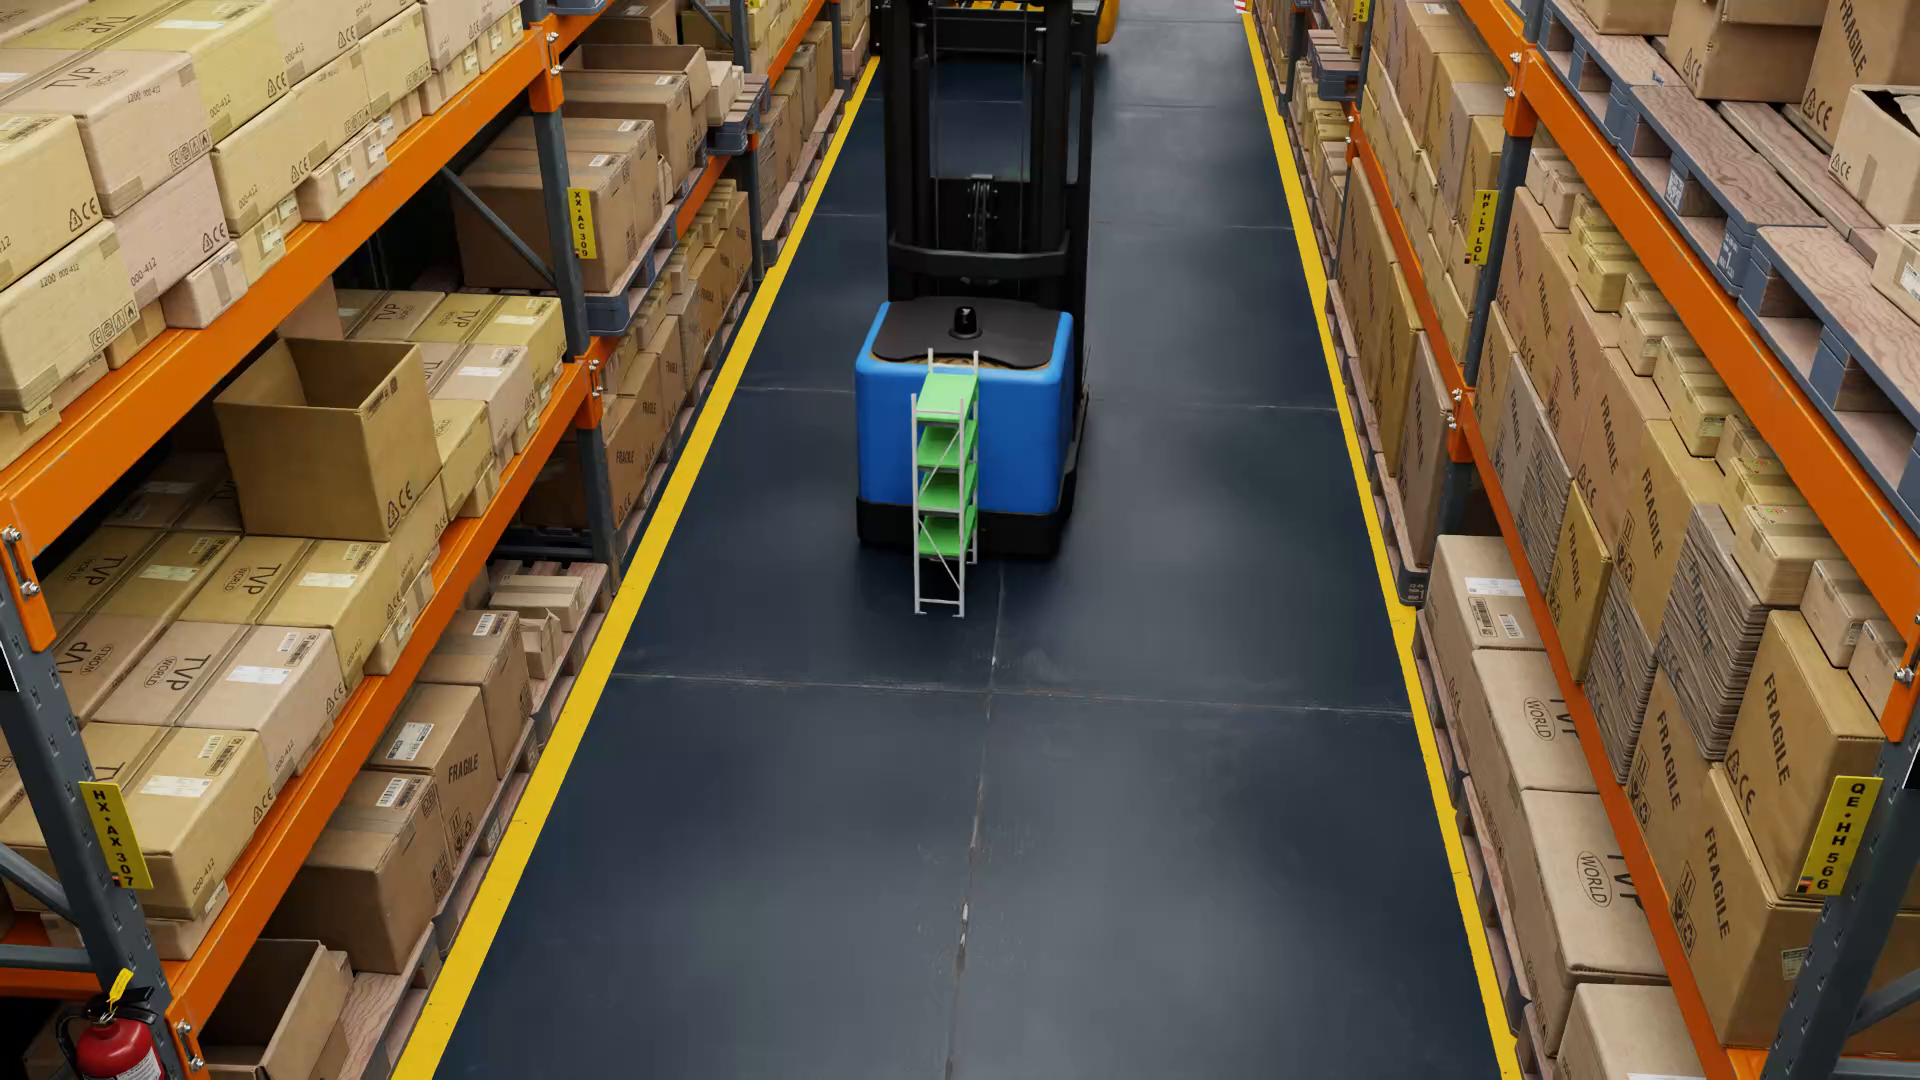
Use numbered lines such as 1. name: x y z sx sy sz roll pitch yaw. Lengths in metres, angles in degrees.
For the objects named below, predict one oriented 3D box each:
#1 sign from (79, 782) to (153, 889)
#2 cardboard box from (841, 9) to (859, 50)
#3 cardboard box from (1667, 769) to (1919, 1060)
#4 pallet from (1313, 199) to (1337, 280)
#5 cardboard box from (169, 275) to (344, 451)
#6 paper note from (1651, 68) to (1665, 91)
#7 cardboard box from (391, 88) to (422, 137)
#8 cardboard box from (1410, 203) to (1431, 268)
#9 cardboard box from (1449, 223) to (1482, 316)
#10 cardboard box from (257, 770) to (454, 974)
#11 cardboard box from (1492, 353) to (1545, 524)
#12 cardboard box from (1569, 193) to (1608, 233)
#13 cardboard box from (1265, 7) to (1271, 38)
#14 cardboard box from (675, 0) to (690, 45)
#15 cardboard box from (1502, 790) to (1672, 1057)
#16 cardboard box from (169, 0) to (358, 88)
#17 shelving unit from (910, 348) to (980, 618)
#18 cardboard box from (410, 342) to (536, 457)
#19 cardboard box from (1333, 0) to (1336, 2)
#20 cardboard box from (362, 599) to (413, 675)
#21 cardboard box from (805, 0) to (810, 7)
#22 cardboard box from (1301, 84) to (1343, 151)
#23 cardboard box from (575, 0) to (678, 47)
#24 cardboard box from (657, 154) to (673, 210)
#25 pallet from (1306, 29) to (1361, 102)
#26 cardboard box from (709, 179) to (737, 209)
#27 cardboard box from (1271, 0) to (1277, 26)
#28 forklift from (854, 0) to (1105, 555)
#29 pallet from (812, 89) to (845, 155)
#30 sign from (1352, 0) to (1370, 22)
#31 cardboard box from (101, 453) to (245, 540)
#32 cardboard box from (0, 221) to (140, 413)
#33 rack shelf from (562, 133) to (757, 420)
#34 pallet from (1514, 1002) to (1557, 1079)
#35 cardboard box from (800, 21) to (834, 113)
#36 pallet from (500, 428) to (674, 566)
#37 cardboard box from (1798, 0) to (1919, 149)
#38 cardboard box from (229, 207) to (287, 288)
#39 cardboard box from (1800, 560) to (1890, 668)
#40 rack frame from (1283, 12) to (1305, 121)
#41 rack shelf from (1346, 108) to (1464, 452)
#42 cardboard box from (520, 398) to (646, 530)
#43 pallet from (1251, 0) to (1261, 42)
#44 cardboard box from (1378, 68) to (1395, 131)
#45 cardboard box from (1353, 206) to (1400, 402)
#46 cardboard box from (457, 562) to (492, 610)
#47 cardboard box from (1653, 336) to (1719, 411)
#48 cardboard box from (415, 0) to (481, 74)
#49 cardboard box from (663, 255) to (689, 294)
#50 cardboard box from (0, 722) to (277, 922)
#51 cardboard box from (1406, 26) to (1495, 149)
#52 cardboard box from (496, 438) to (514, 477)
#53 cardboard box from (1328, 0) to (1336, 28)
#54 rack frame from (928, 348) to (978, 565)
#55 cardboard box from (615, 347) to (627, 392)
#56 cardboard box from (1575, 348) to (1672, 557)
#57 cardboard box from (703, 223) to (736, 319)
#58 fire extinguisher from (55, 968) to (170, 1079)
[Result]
1. sign: -1.996 0.700 3.929 0.100 0.325 0.005 2 32 4
2. cardboard box: -1.212 -4.690 15.245 0.500 0.250 0.500 2 32 4
3. cardboard box: 2.186 0.950 4.254 0.500 0.500 0.500 3 32 4
4. pallet: 3.127 -2.149 12.035 1.003 0.211 1.213 2 32 4
5. cardboard box: -2.597 -0.660 6.107 0.500 0.500 0.500 2 32 3
6. paper note: 2.002 -1.325 4.777 0.006 0.032 0.123 3 32 4
7. cardboard box: -2.075 -1.480 5.673 0.380 0.149 0.250 3 32 6
8. cardboard box: 2.625 -1.546 8.543 0.500 0.250 0.500 2 32 3
9. cardboard box: 2.530 -1.226 7.546 0.500 0.250 0.500 2 32 4
10. cardboard box: -2.284 1.170 5.974 0.700 0.500 0.500 4 32 6
11. cardboard box: 2.392 -0.381 6.414 0.500 0.500 0.500 3 32 4
12. cardboard box: 2.469 -1.156 6.100 0.380 0.149 0.250 2 32 3
13. cardboard box: 3.291 -5.156 16.478 0.500 0.250 0.500 5 32 7
14. cardboard box: -2.126 -3.533 11.290 0.500 0.250 0.500 3 32 5
15. cardboard box: 2.431 1.340 5.759 0.875 0.438 0.875 3 32 5
16. cardboard box: -2.131 -1.523 4.887 0.500 0.250 0.500 3 32 5
17. shelving unit: -0.067 -0.268 8.041 0.258 1.200 0.503 4 32 7
18. cardboard box: -2.035 -0.569 6.674 0.500 0.250 0.500 3 32 4
19. cardboard box: 2.893 -4.060 11.699 0.500 0.500 0.500 0 32 1
20. cardboard box: -2.082 0.321 5.609 0.380 0.149 0.250 2 32 3
21. cardboard box: -1.446 -4.369 13.123 0.500 0.250 0.500 3 32 4
22. cardboard box: 3.293 -3.428 13.559 0.950 0.372 0.625 4 32 7
23. cardboard box: -2.083 -3.096 10.419 0.500 0.500 0.500 4 32 6
24. cardboard box: -1.715 -1.877 8.665 0.396 0.266 0.258 4 32 6
25. pallet: 3.014 -3.223 11.303 1.213 0.211 1.003 2 32 4
26. cardboard box: -1.673 -2.259 10.921 0.380 0.149 0.250 1 32 2
27. cardboard box: 3.249 -5.200 15.835 0.500 0.500 0.500 4 32 7
28. forklift: 0.181 -1.926 9.082 1.130 2.935 3.031 4 32 7
29. pallet: -1.581 -3.655 14.479 1.003 0.211 1.213 2 32 4
30. sign: 2.521 -3.405 10.387 0.100 0.325 0.005 2 32 4
31. cardboard box: -2.633 -0.070 5.865 0.500 0.250 0.500 2 32 4
32. cardboard box: -2.228 -0.514 3.726 0.500 0.250 0.500 2 32 3
33. rack shelf: -2.048 -1.785 9.473 1.077 0.370 4.000 2 32 4
34. pallet: 2.398 2.022 5.268 1.003 0.211 1.213 2 32 4
35. cardboard box: -1.591 -4.123 14.445 0.875 0.625 0.625 4 32 6
36. pallet: -2.182 -0.285 9.012 1.003 0.211 1.213 2 32 4
37. cardboard box: 2.725 -1.333 4.603 0.500 0.500 0.500 3 32 5
38. cardboard box: -2.109 -0.816 4.595 0.380 0.149 0.250 2 32 4
39. cardboard box: 2.237 0.182 3.930 0.380 0.149 0.250 3 32 5
40. rack frame: 3.388 -5.019 14.035 1.000 3.000 0.127 2 32 4
41. rack shelf: 2.899 -1.575 9.133 1.077 0.370 4.000 2 32 4
42. cardboard box: -1.947 -0.404 8.528 0.500 0.500 0.500 4 32 6
43. pallet: 3.606 -5.460 17.409 1.003 0.211 1.213 2 32 4
44. cardboard box: 2.732 -2.552 9.698 0.500 0.250 0.500 3 32 5
45. cardboard box: 2.846 -1.378 9.751 0.875 0.875 0.875 3 32 5
46. cardboard box: -2.500 0.256 7.639 0.500 0.311 0.500 4 32 6
47. cardboard box: 2.330 -0.491 5.020 0.380 0.149 0.250 3 32 6
48. cardboard box: -2.032 -1.850 5.894 0.500 0.250 0.500 1 32 2
49. cardboard box: -1.809 -1.567 9.797 0.380 0.149 0.250 1 32 2
50. cardboard box: -2.231 0.757 4.521 0.500 0.250 0.500 3 32 4
51. cardboard box: 2.646 -2.355 8.663 0.500 0.500 0.500 3 32 5
52. cardboard box: -2.030 -0.351 6.700 0.380 0.149 0.250 3 32 5
53. cardboard box: 2.817 -3.733 11.788 0.380 0.149 0.250 3 32 5
54. rack frame: -0.033 -0.395 8.247 0.240 1.200 0.015 4 32 7
55. cardboard box: -1.961 -0.895 8.708 0.380 0.149 0.250 1 32 1
56. cardboard box: 2.313 -0.270 5.281 0.500 0.500 0.500 2 32 4
57. cardboard box: -1.757 -1.760 10.730 0.500 0.500 0.500 2 32 3
58. fire extinguisher: -2.088 1.334 4.155 0.296 0.674 0.183 2 32 4
